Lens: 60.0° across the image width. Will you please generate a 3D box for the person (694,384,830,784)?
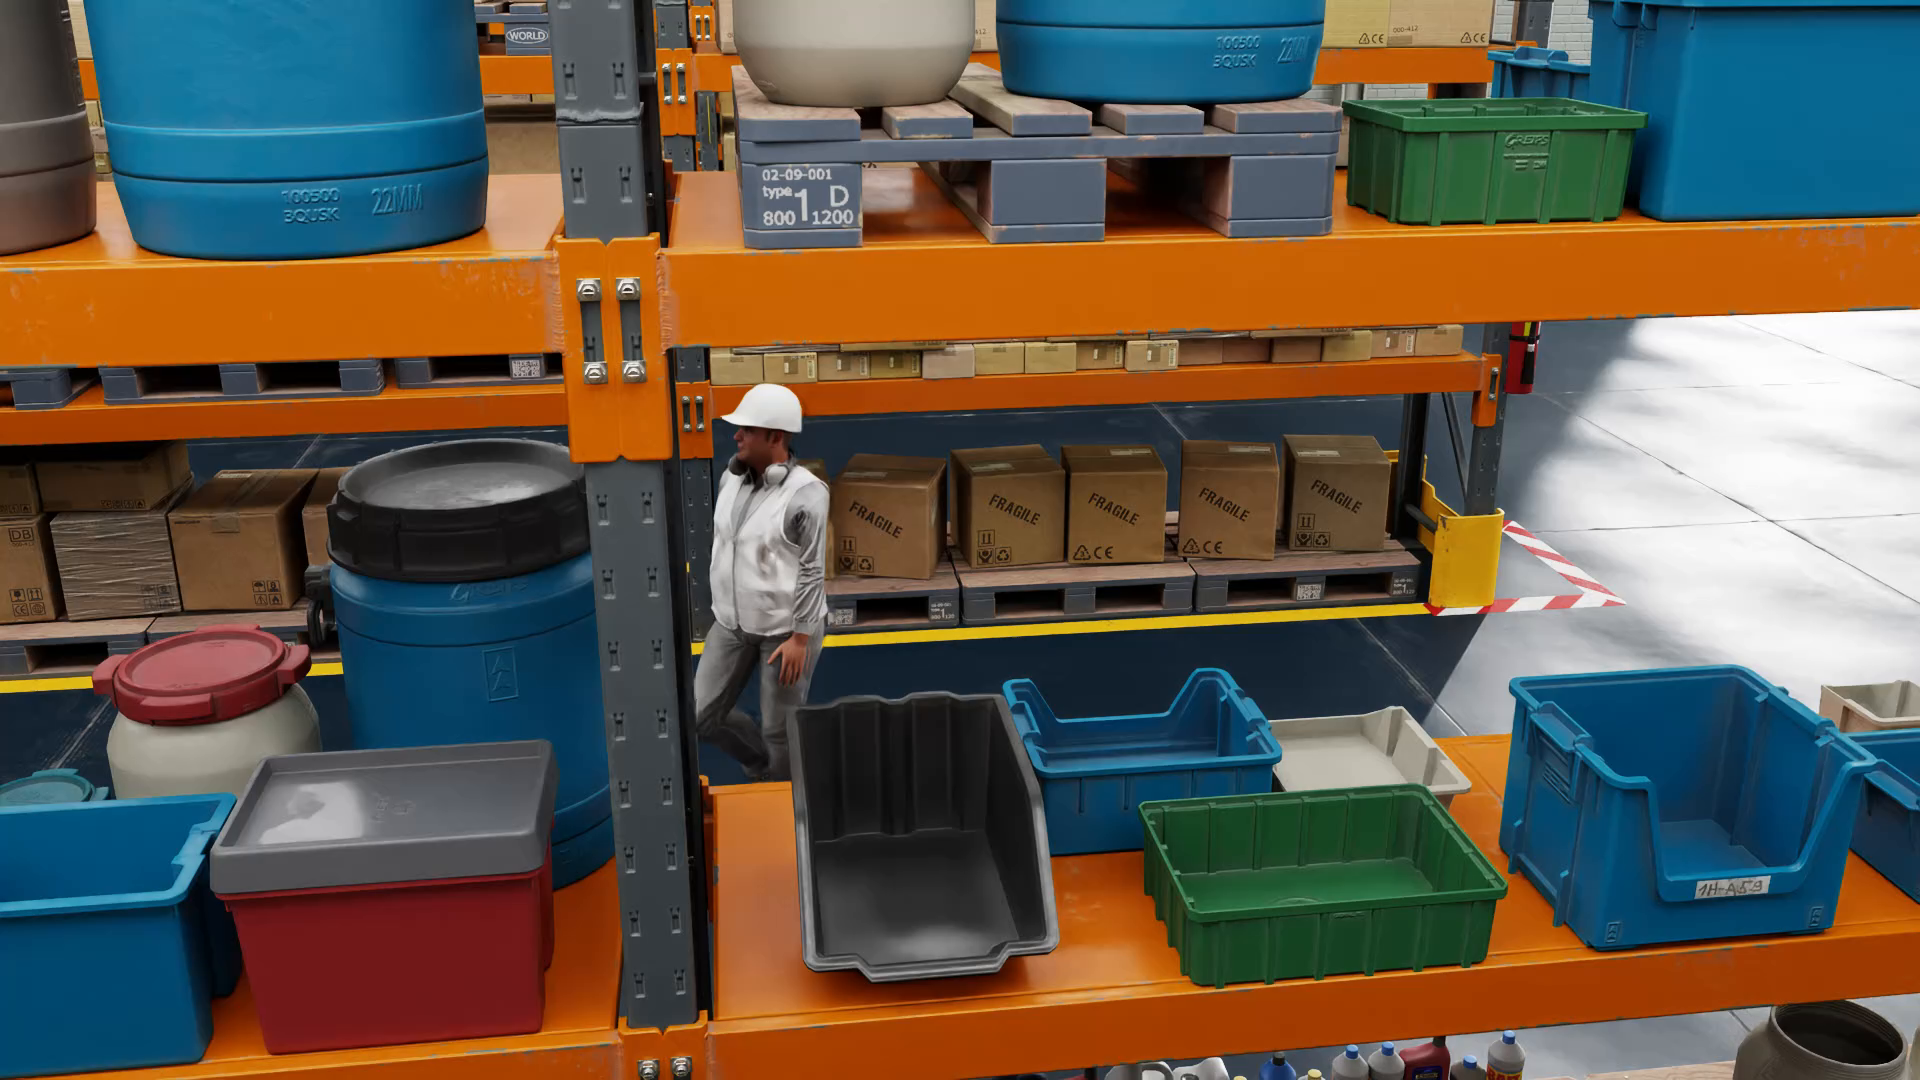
[{"bbox_3d":[-0.738,0.305,6.140,0.551,1.768,0.462,12,23,31],"label":"person"}]
